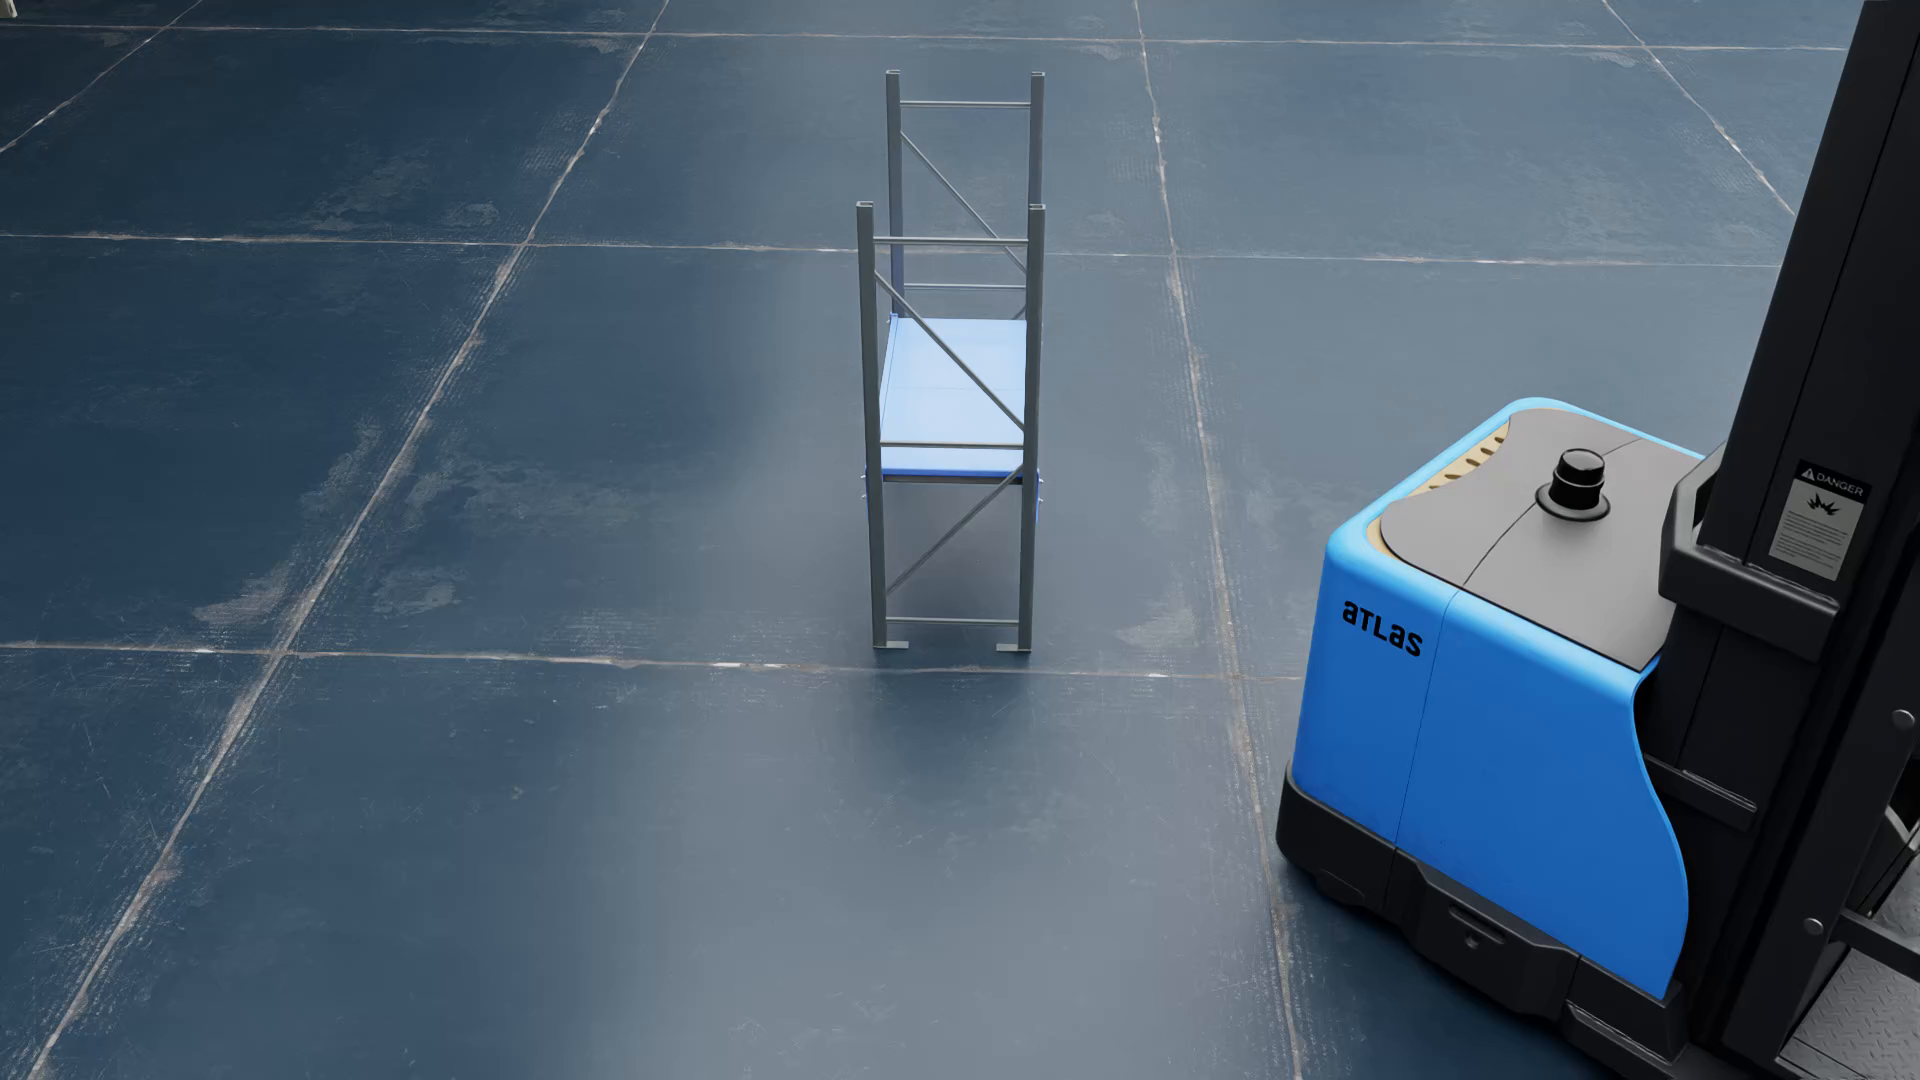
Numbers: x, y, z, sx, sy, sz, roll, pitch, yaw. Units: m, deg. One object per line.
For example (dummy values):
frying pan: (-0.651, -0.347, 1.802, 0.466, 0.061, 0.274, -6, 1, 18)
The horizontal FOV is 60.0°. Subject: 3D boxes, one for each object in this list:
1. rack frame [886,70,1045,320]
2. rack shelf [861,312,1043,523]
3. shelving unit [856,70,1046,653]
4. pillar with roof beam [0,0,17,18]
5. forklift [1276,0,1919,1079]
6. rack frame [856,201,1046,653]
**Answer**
rack frame: (0.017, -0.857, 5.665, 0.500, 1.500, 0.032, 1, 35, 2)
rack shelf: (-0.003, -0.417, 5.352, 0.538, 0.185, 1.000, 1, 35, 2)
shelving unit: (-0.003, -0.565, 5.249, 0.538, 1.500, 1.048, 1, 35, 2)
pillar with roof beam: (-1.776, -6.770, 7.557, 9.100, 9.000, 0.400, 1, 35, 2)
forklift: (2.257, 0.062, 3.113, 3.031, 2.935, 1.130, 29, 44, 35)
rack frame: (-0.024, -0.273, 4.833, 0.500, 1.500, 0.032, 1, 35, 2)
